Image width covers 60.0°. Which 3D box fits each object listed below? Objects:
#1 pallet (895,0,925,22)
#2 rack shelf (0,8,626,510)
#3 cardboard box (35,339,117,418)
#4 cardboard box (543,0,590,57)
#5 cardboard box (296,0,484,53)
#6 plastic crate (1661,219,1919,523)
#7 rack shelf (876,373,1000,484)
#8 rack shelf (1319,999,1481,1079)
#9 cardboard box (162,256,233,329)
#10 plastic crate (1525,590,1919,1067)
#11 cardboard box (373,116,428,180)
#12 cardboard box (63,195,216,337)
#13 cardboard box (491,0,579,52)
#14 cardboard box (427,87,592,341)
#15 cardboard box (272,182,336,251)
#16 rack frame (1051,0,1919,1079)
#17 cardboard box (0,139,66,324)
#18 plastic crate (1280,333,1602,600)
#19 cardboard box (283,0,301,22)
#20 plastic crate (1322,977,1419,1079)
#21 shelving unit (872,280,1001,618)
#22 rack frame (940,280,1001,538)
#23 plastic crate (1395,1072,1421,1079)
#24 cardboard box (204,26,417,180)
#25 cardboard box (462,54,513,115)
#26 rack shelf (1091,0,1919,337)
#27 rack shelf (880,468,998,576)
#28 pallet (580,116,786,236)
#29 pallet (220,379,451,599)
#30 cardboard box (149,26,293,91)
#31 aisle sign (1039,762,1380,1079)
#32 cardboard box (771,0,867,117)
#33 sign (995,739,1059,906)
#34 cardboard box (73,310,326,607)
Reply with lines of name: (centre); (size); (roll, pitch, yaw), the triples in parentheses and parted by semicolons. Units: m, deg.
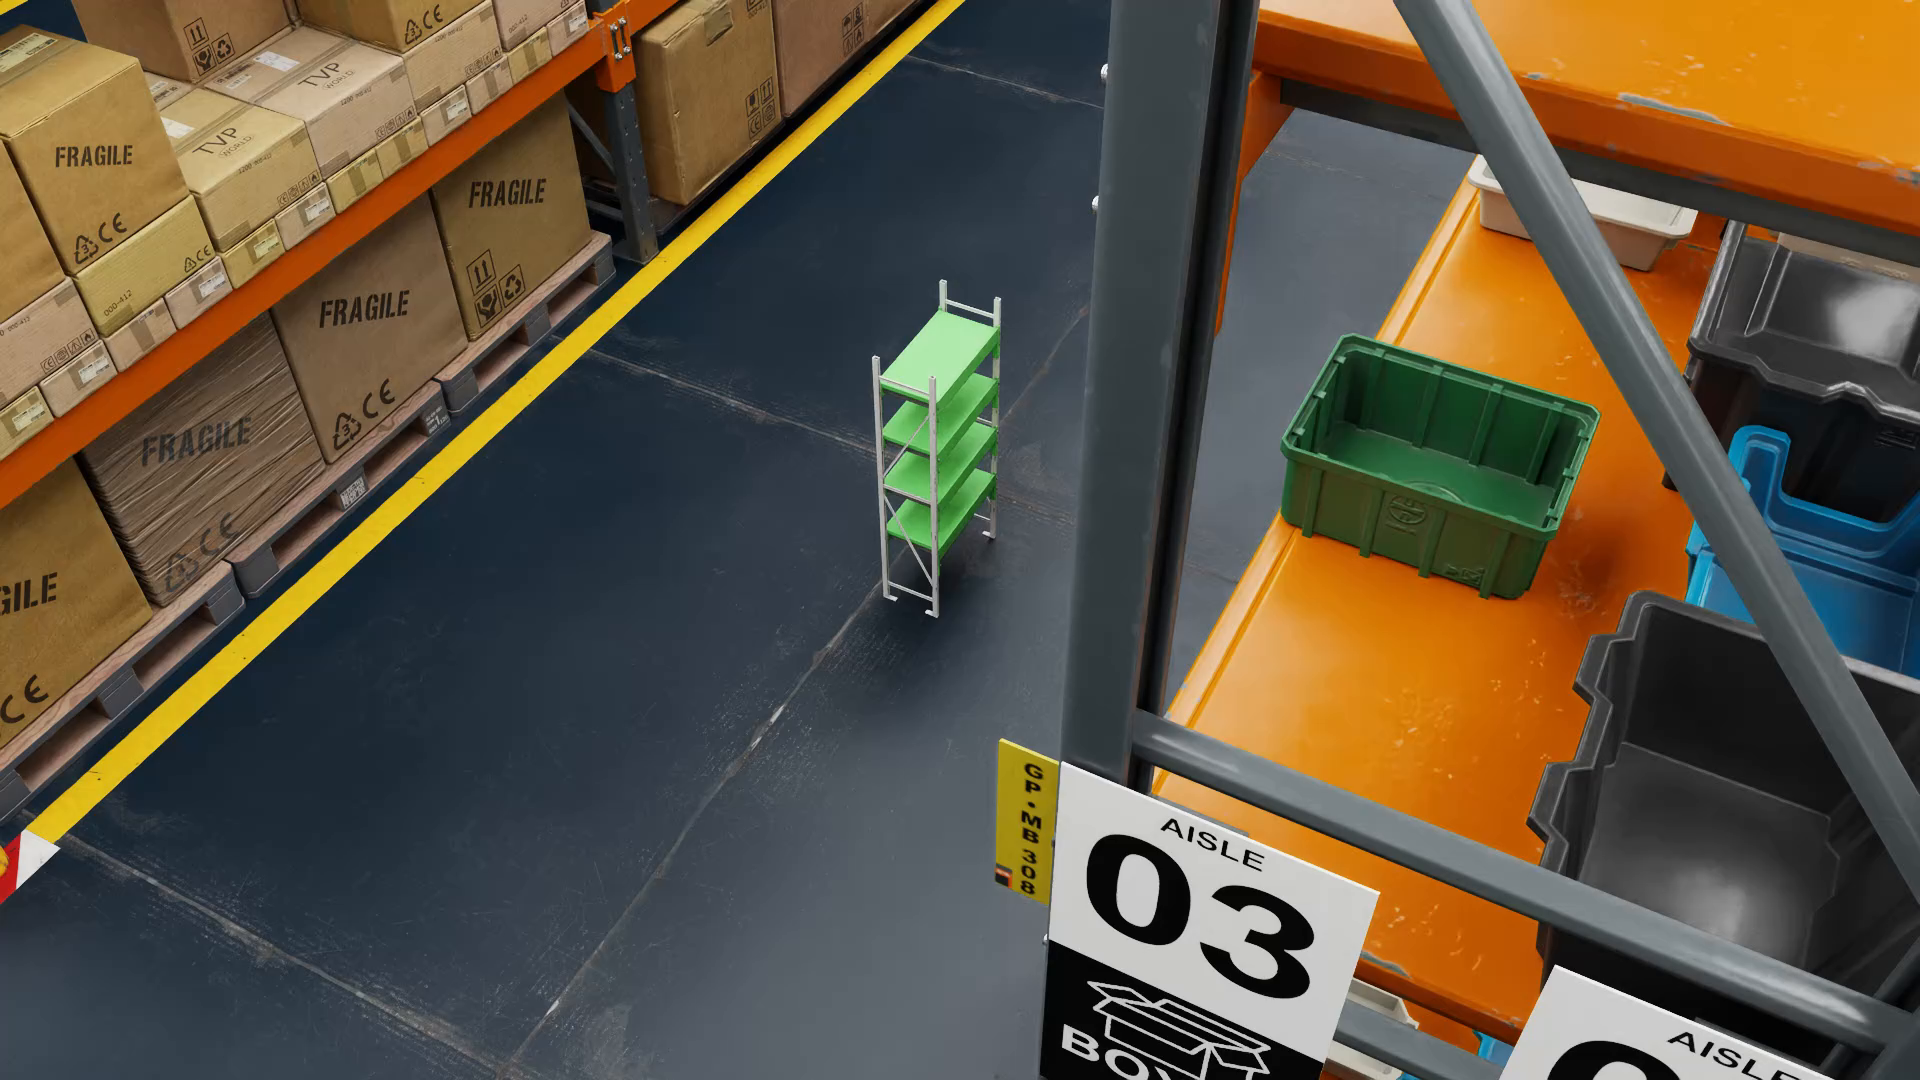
pallet: (-0.516, -3.649, 10.208); (1.003, 0.211, 1.213); (20, 49, 19)
rack shelf: (-2.869, -1.068, 6.203); (1.077, 0.370, 4.000); (20, 49, 19)
cardboard box: (-2.984, -0.576, 5.387); (0.380, 0.149, 0.250); (20, 49, 18)
cardboard box: (-1.792, -2.192, 6.984); (0.380, 0.149, 0.250); (21, 49, 19)
cardboard box: (-2.153, -2.204, 6.189); (0.500, 0.500, 0.500); (21, 49, 19)
plastic crate: (1.542, -0.330, 2.902); (0.504, 0.338, 0.767); (20, 49, 19)
rack shelf: (-0.077, -0.441, 6.095); (0.258, 0.148, 0.480); (20, 49, 19)
rack shelf: (1.518, 0.567, 4.586); (1.077, 0.370, 4.000); (20, 49, 19)
cardboard box: (-2.746, -0.898, 5.705); (0.380, 0.149, 0.250); (20, 49, 19)
plastic crate: (1.015, 0.415, 2.214); (0.497, 0.269, 0.590); (20, 49, 19)
cardboard box: (-2.269, -1.544, 6.344); (0.380, 0.149, 0.250); (21, 49, 20)
cardboard box: (-2.864, -0.971, 5.497); (0.500, 0.250, 0.500); (19, 48, 18)
cardboard box: (-1.913, -2.268, 6.779); (0.500, 0.250, 0.500); (20, 49, 18)
cardboard box: (-2.318, -1.592, 7.413); (0.875, 0.875, 0.875); (20, 49, 19)
cardboard box: (-2.507, -1.223, 6.026); (0.380, 0.149, 0.250); (21, 49, 20)
rack frame: (0.590, -0.535, 0.951); (1.000, 3.000, 0.127); (20, 49, 19)
cardboard box: (-3.103, -0.905, 4.904); (0.500, 0.500, 0.500); (19, 48, 18)
plastic crate: (0.795, -0.121, 2.801); (0.450, 0.188, 0.336); (20, 49, 19)
cardboard box: (-2.625, -2.371, 6.354); (0.500, 0.500, 0.500); (20, 49, 19)
plastic crate: (0.808, 1.072, 3.724); (0.396, 0.136, 0.243); (20, 49, 19)
shelving unit: (-0.077, -0.317, 6.220); (0.258, 1.200, 0.503); (20, 49, 19)
rack frame: (0.036, -0.471, 6.372); (0.240, 1.200, 0.015); (20, 49, 19)
plastic crate: (0.580, 1.268, 3.321); (0.616, 0.435, 0.499); (20, 49, 19)
cardboard box: (-2.388, -1.620, 6.138); (0.500, 0.250, 0.500); (21, 49, 20)
cardboard box: (-2.031, -1.869, 6.664); (0.380, 0.149, 0.250); (20, 49, 18)
rack shelf: (1.518, -1.401, 2.595); (1.077, 0.370, 4.000); (20, 49, 19)
rack shelf: (-0.077, -0.104, 6.436); (0.258, 0.148, 0.480); (20, 49, 19)
pallet: (-1.649, -2.112, 8.689); (1.003, 0.211, 1.213); (20, 49, 19)
pallet: (-2.928, -0.376, 6.973); (1.003, 0.211, 1.213); (20, 49, 19)
cardboard box: (-2.861, -1.783, 6.300); (0.500, 0.250, 0.500); (22, 49, 20)
aisle sign: (0.297, 0.609, 2.211); (0.394, 0.787, 0.004); (20, 49, 19)
cardboard box: (-1.247, -2.955, 8.760); (1.225, 0.875, 0.875); (19, 48, 18)
sign: (0.095, 0.385, 2.225); (0.100, 0.325, 0.005); (20, 49, 19)
cardboard box: (-3.149, -0.465, 6.299); (0.875, 0.875, 0.875); (20, 49, 19)
